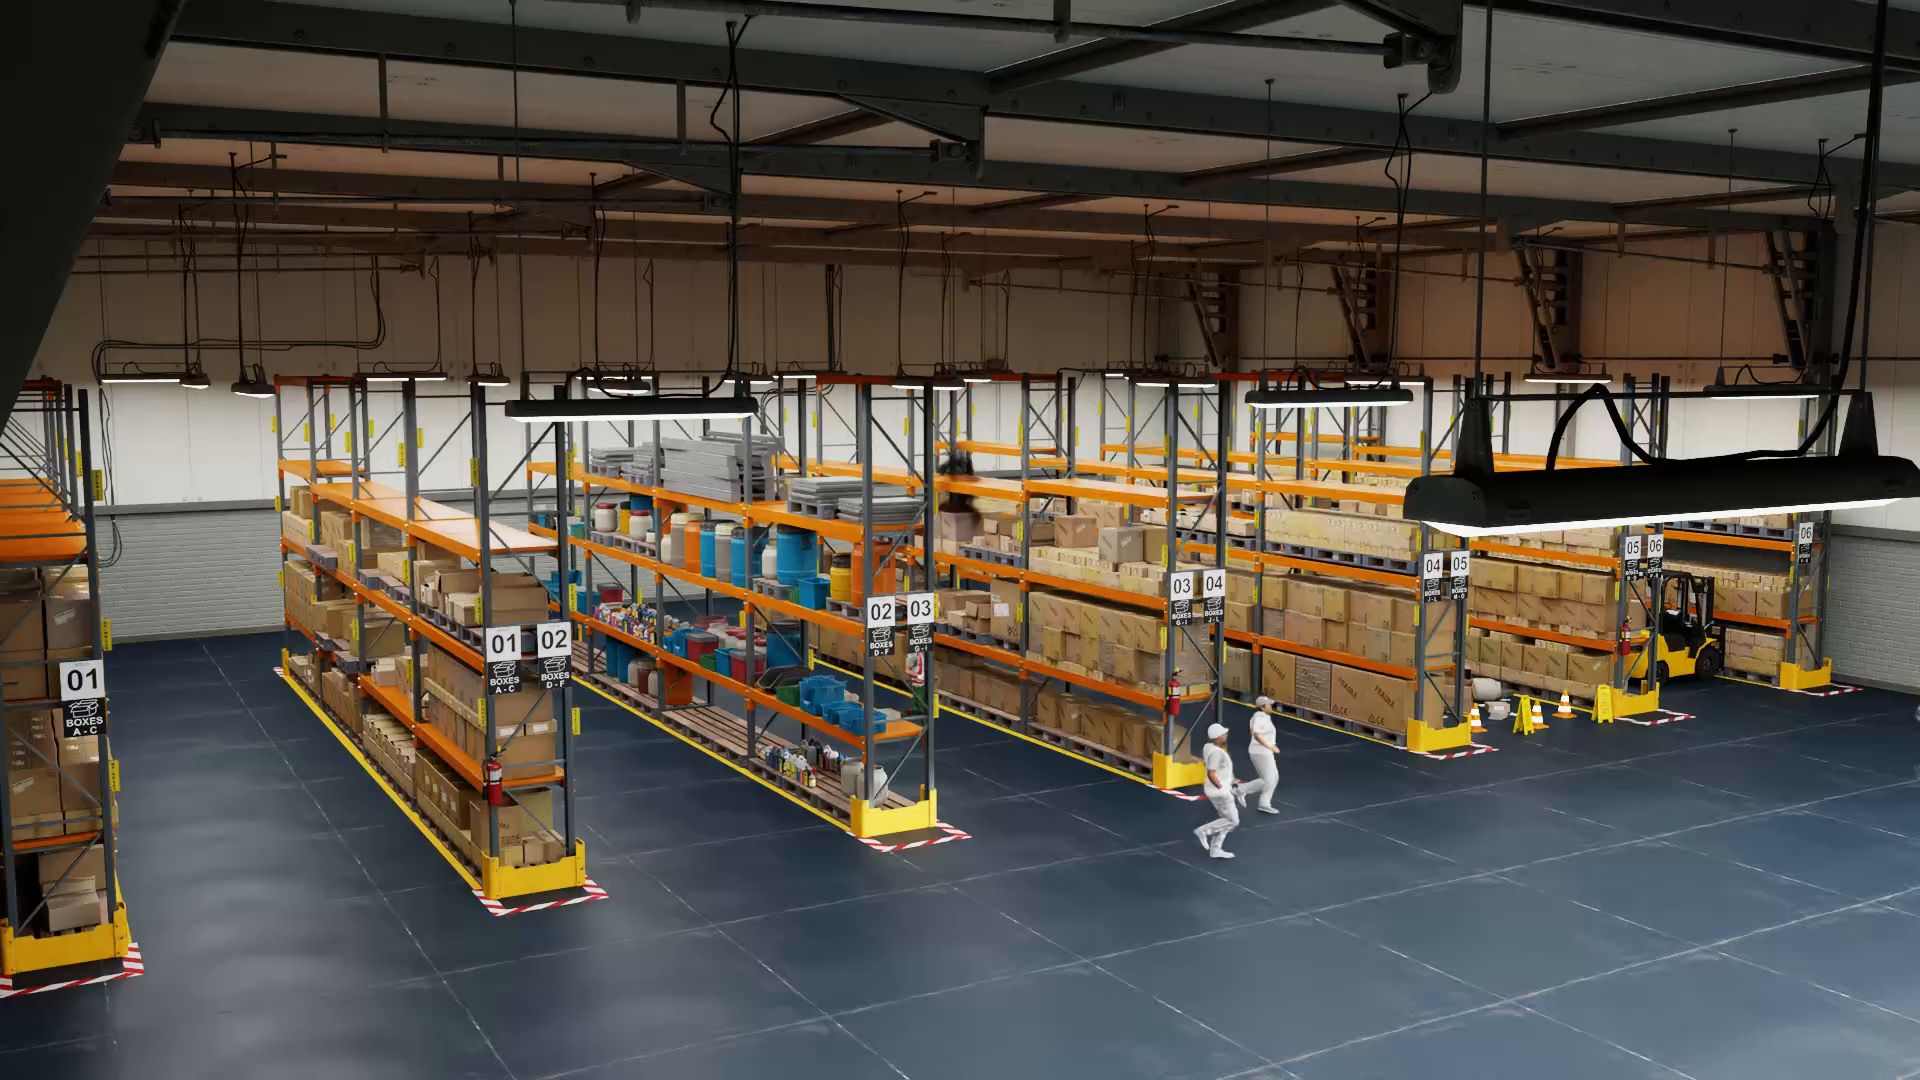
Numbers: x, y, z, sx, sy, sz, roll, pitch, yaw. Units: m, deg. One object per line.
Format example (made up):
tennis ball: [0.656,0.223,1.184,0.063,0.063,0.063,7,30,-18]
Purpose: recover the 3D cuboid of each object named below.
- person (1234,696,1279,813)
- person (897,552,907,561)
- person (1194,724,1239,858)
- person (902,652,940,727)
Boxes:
person: [4.158,2.995,23.286,0.637,1.639,0.633,1,6,8]
person: [-1.517,1.034,40.974,0.786,1.695,0.583,-6,9,-44]
person: [3.248,3.178,21.052,0.595,1.734,0.696,0,6,-1]
person: [-0.660,2.422,27.802,0.653,1.750,0.720,-6,9,-43]
